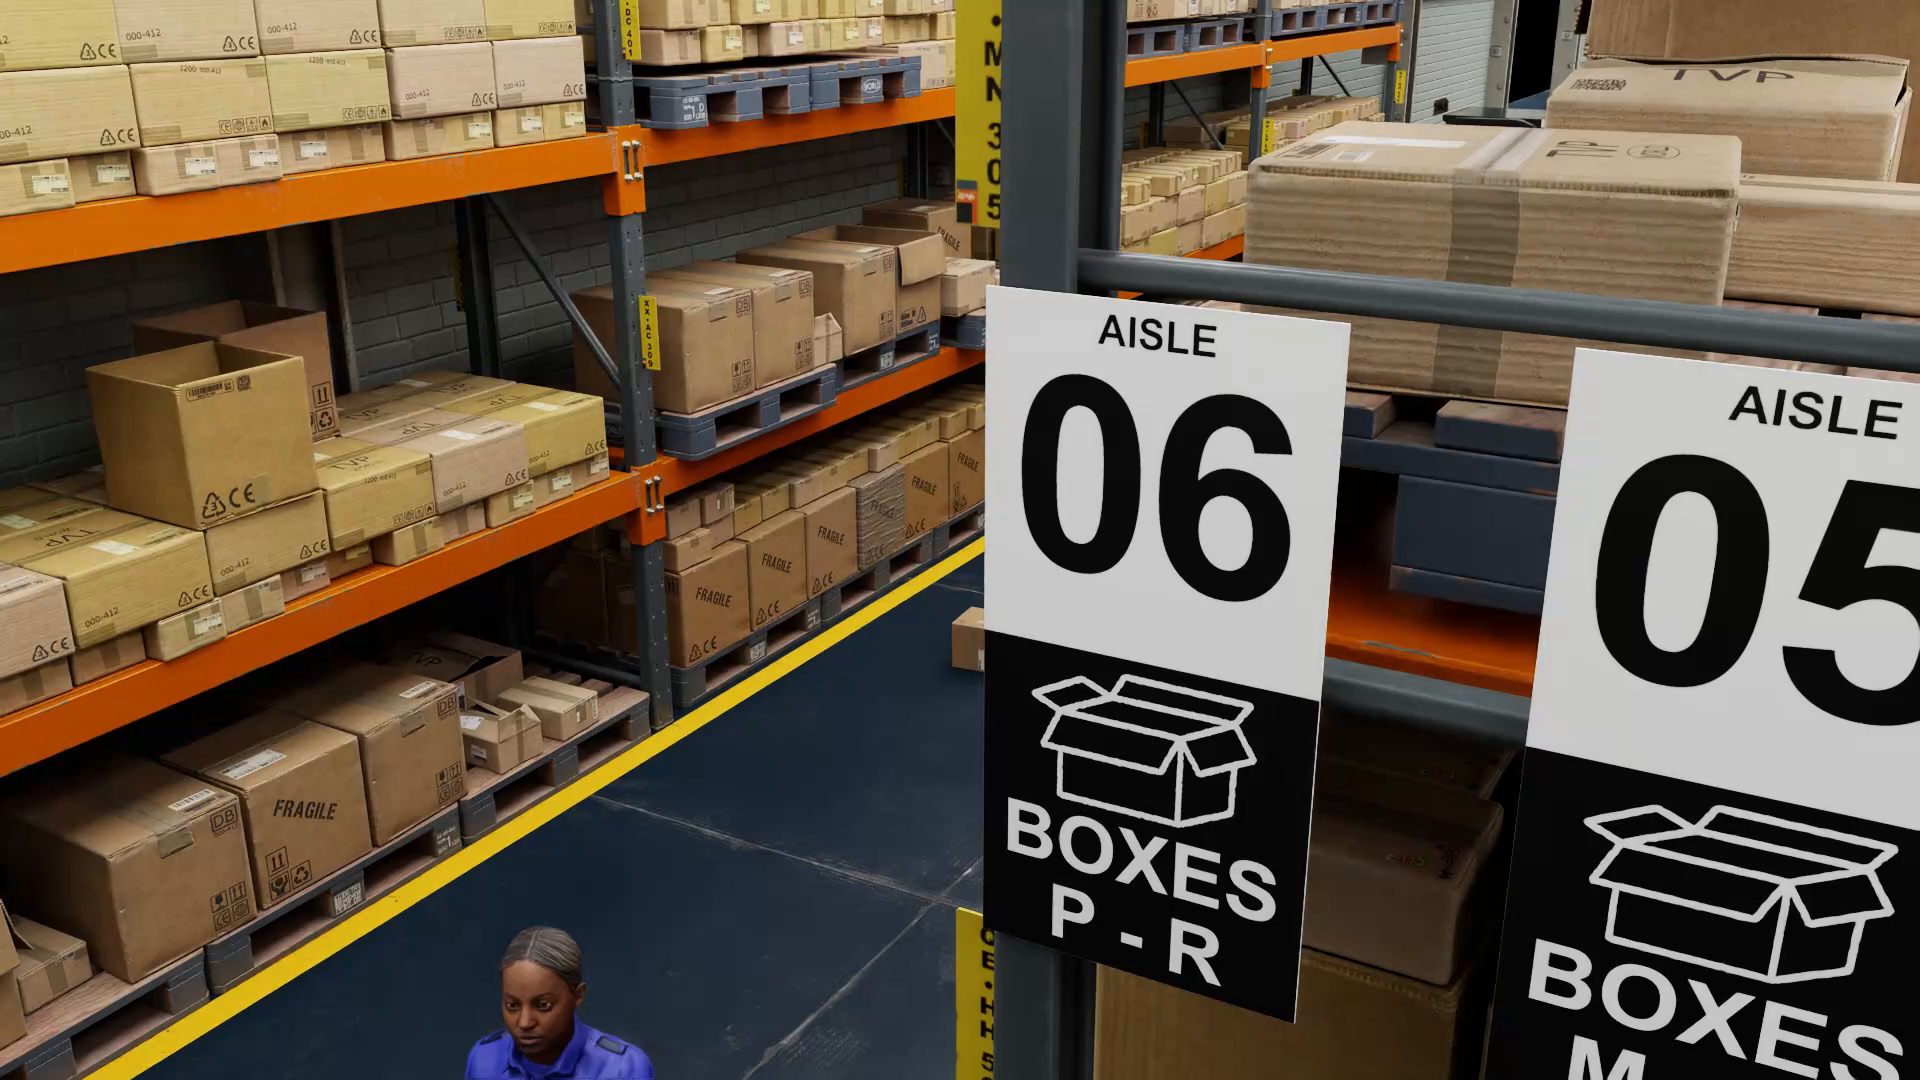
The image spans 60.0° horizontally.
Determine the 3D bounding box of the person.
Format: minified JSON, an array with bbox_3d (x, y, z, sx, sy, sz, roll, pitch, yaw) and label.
[{"bbox_3d":[-0.834,1.561,3.643,0.449,1.625,0.693,3,20,9],"label":"person"}]
